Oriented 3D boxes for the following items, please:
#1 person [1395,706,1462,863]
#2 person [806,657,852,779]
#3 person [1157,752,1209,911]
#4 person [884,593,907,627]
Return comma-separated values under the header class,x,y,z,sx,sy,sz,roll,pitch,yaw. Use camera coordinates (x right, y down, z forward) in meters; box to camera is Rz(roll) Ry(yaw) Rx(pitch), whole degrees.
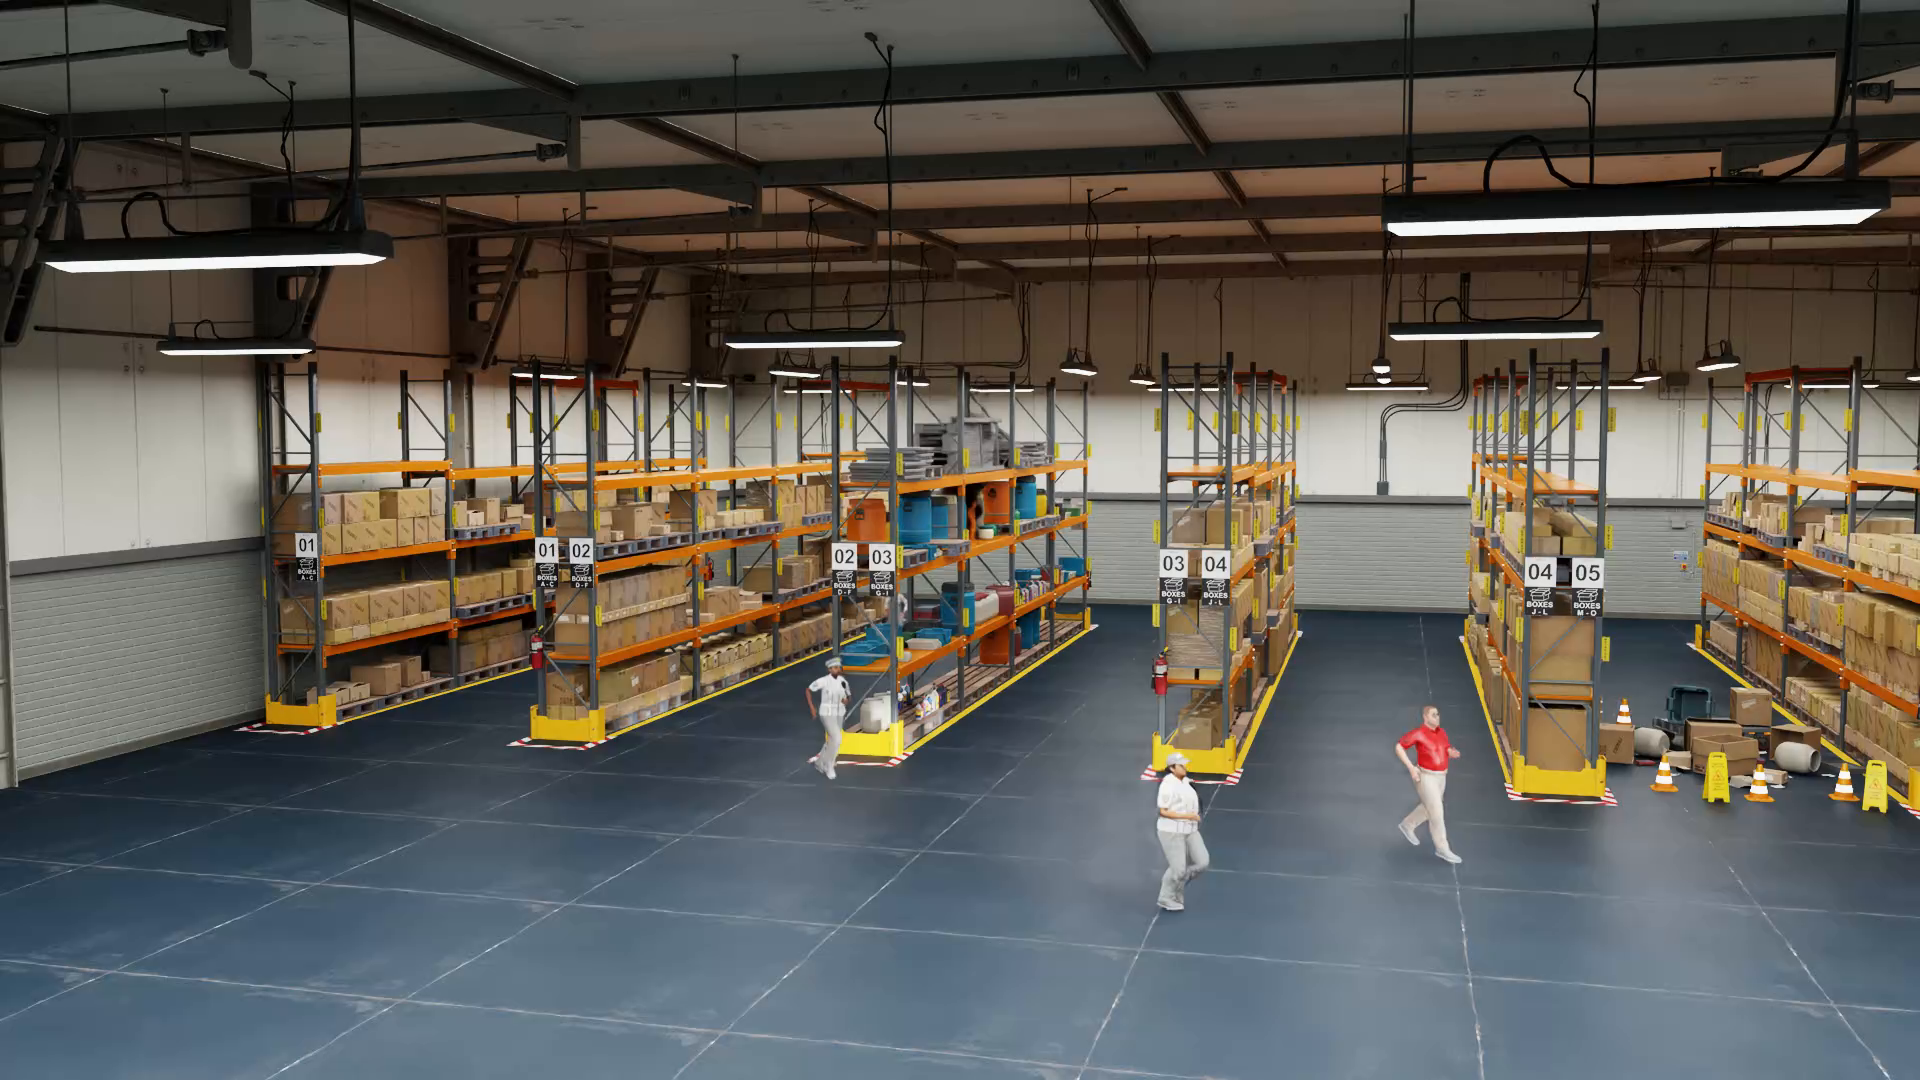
class,x,y,z,sx,sy,sz,roll,pitch,yaw
person,5.425,2.770,19.188,0.661,1.722,0.983,-3,5,-38
person,-1.814,2.516,23.589,0.652,1.716,0.573,4,6,44
person,2.290,2.984,17.002,0.559,1.627,0.592,3,5,40
person,-1.384,1.703,35.638,0.512,1.561,0.593,0,4,6
